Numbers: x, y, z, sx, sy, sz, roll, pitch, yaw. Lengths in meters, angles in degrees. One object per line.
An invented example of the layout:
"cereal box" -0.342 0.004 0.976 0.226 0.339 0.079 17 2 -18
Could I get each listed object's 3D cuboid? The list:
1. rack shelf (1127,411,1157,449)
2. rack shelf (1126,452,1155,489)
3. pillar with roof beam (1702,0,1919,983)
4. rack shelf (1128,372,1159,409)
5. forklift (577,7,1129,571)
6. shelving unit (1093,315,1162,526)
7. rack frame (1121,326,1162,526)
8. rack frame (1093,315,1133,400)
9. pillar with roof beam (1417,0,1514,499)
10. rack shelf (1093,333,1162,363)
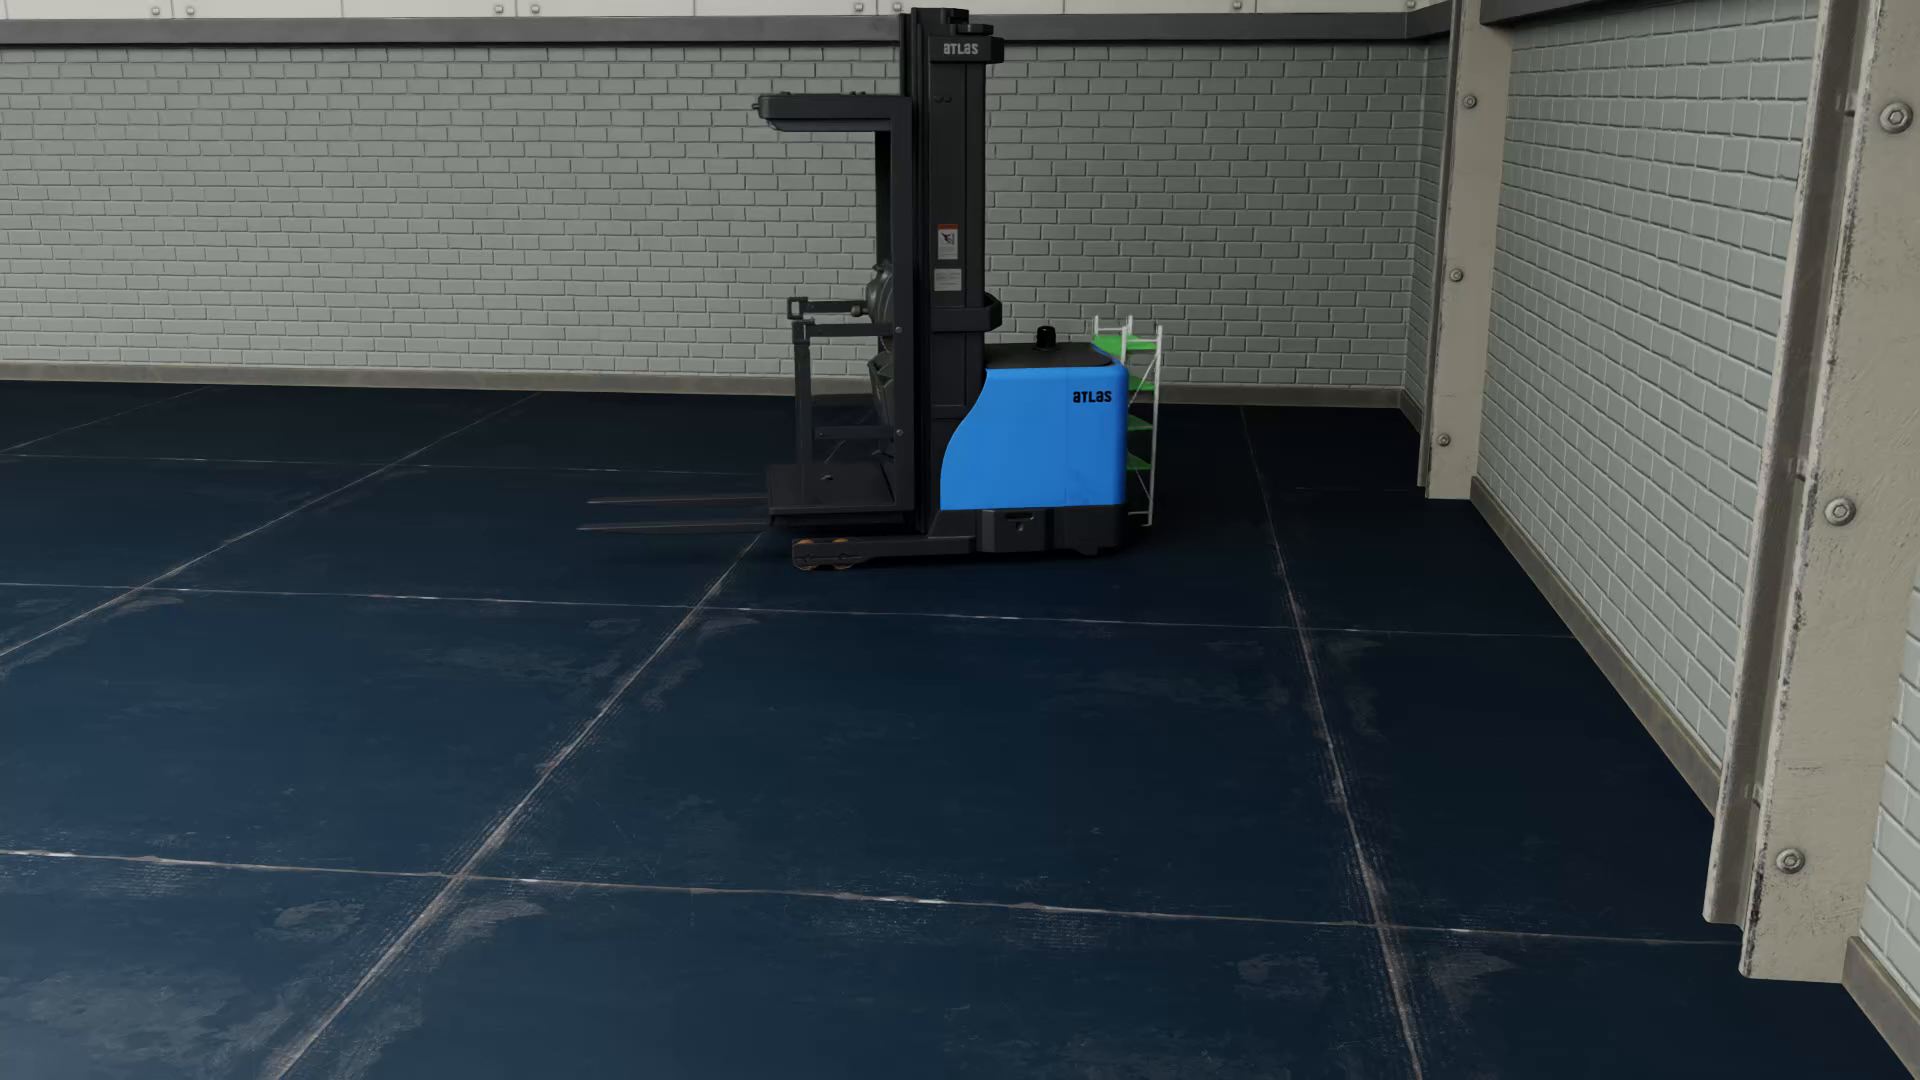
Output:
"rack shelf" 0.981 -0.662 10.043 0.258 0.148 0.480 -3 15 -15
"rack shelf" 0.976 -0.430 10.104 0.258 0.148 0.480 -3 15 -15
"pillar with roof beam" -1.792 -3.229 4.364 9.100 9.000 0.400 2 15 6
"rack shelf" 0.987 -0.894 9.982 0.258 0.148 0.480 -3 15 -15
"forklift" -0.619 -1.394 9.204 3.031 2.935 1.130 -2 15 -7
"shelving unit" 0.983 -0.723 10.027 0.258 1.200 0.503 -3 15 -15
"rack frame" 1.046 -0.662 9.799 0.240 1.200 0.015 -3 15 -15
"rack frame" 0.920 -0.785 10.254 0.240 1.200 0.015 -3 15 -15
"pillar with roof beam" -1.115 -4.785 10.119 9.100 9.000 0.400 2 15 6
"rack shelf" 0.992 -1.126 9.921 0.258 0.148 0.480 -3 15 -15
